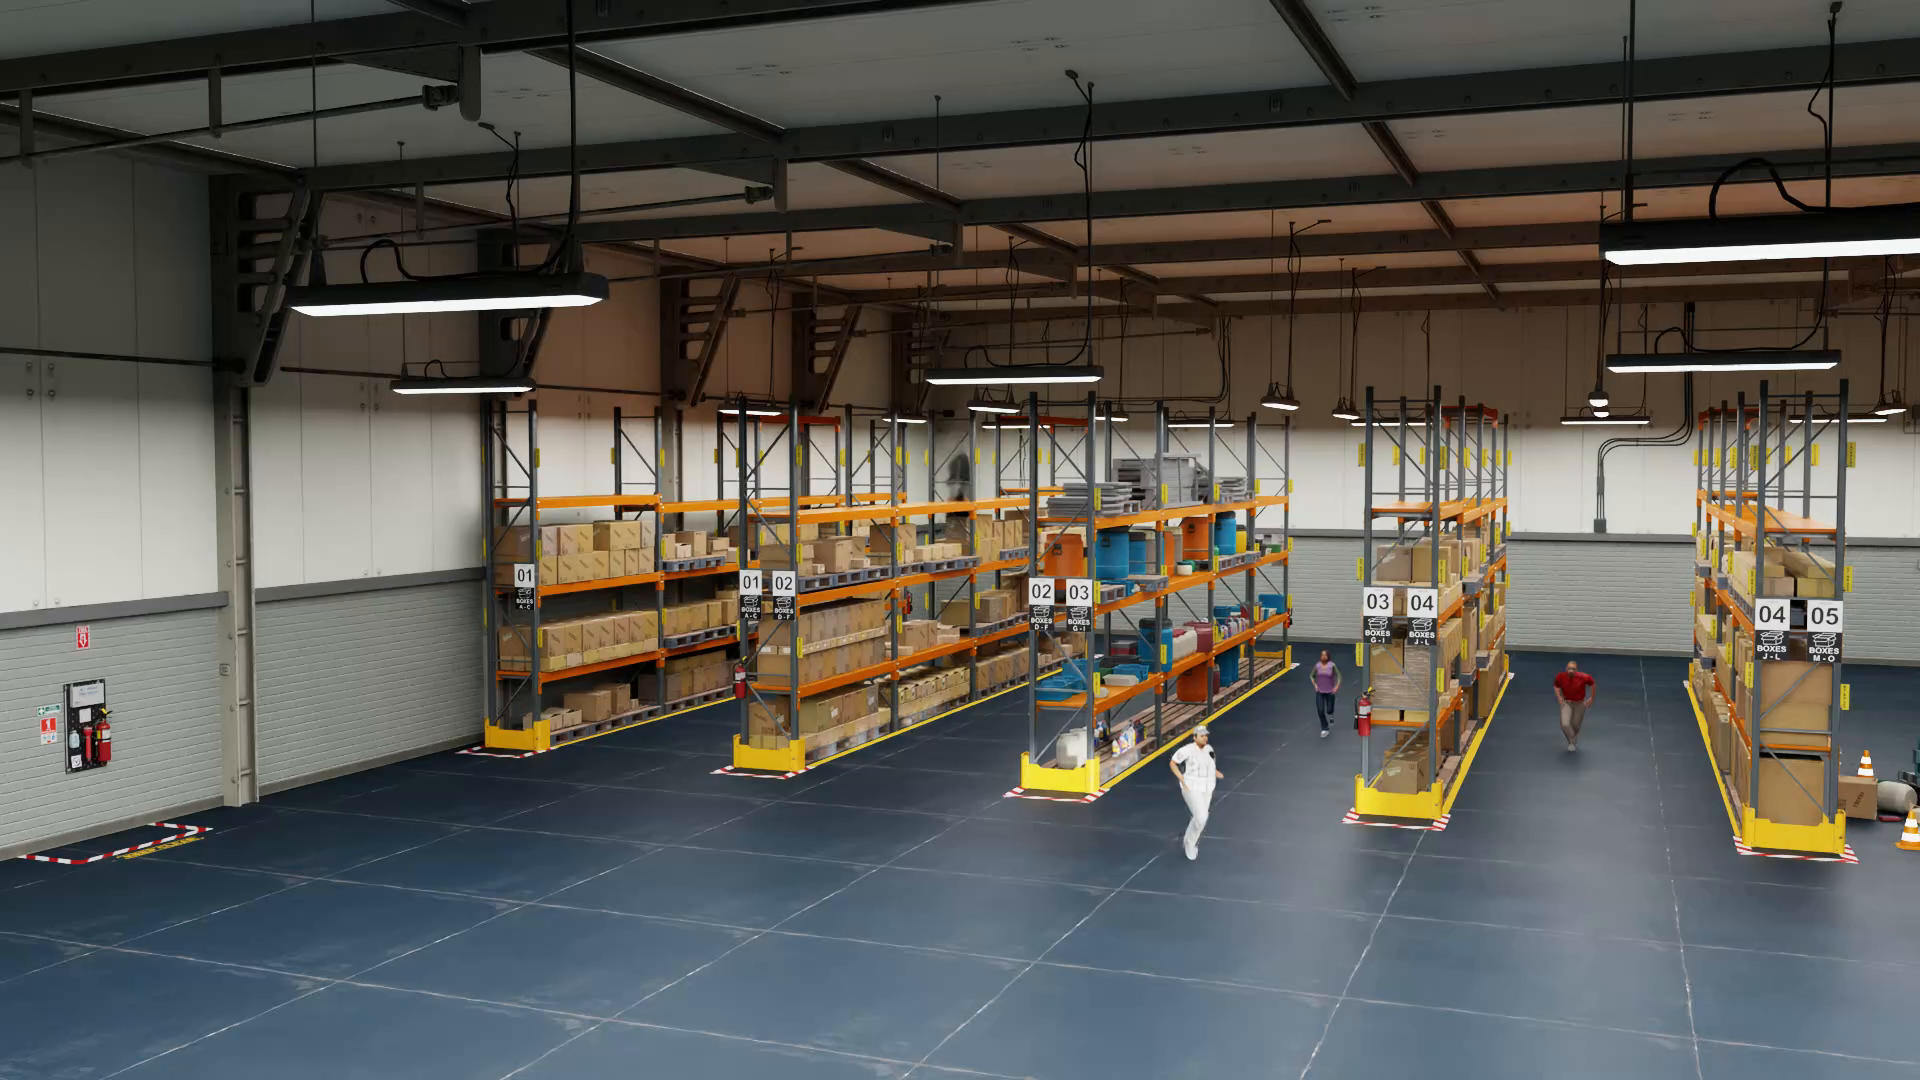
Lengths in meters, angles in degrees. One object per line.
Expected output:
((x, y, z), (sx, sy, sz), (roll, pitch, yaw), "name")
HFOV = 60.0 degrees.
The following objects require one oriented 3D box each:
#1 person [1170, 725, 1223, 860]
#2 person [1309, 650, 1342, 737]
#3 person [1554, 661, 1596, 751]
((2.996, 3.158, 20.826), (0.579, 1.676, 0.679), (-2, 3, -32), "person")
((6.594, 2.758, 30.031), (0.578, 1.559, 0.540), (1, 3, 17), "person")
((10.534, 2.827, 28.482), (0.685, 1.585, 0.874), (1, 3, 27), "person")
